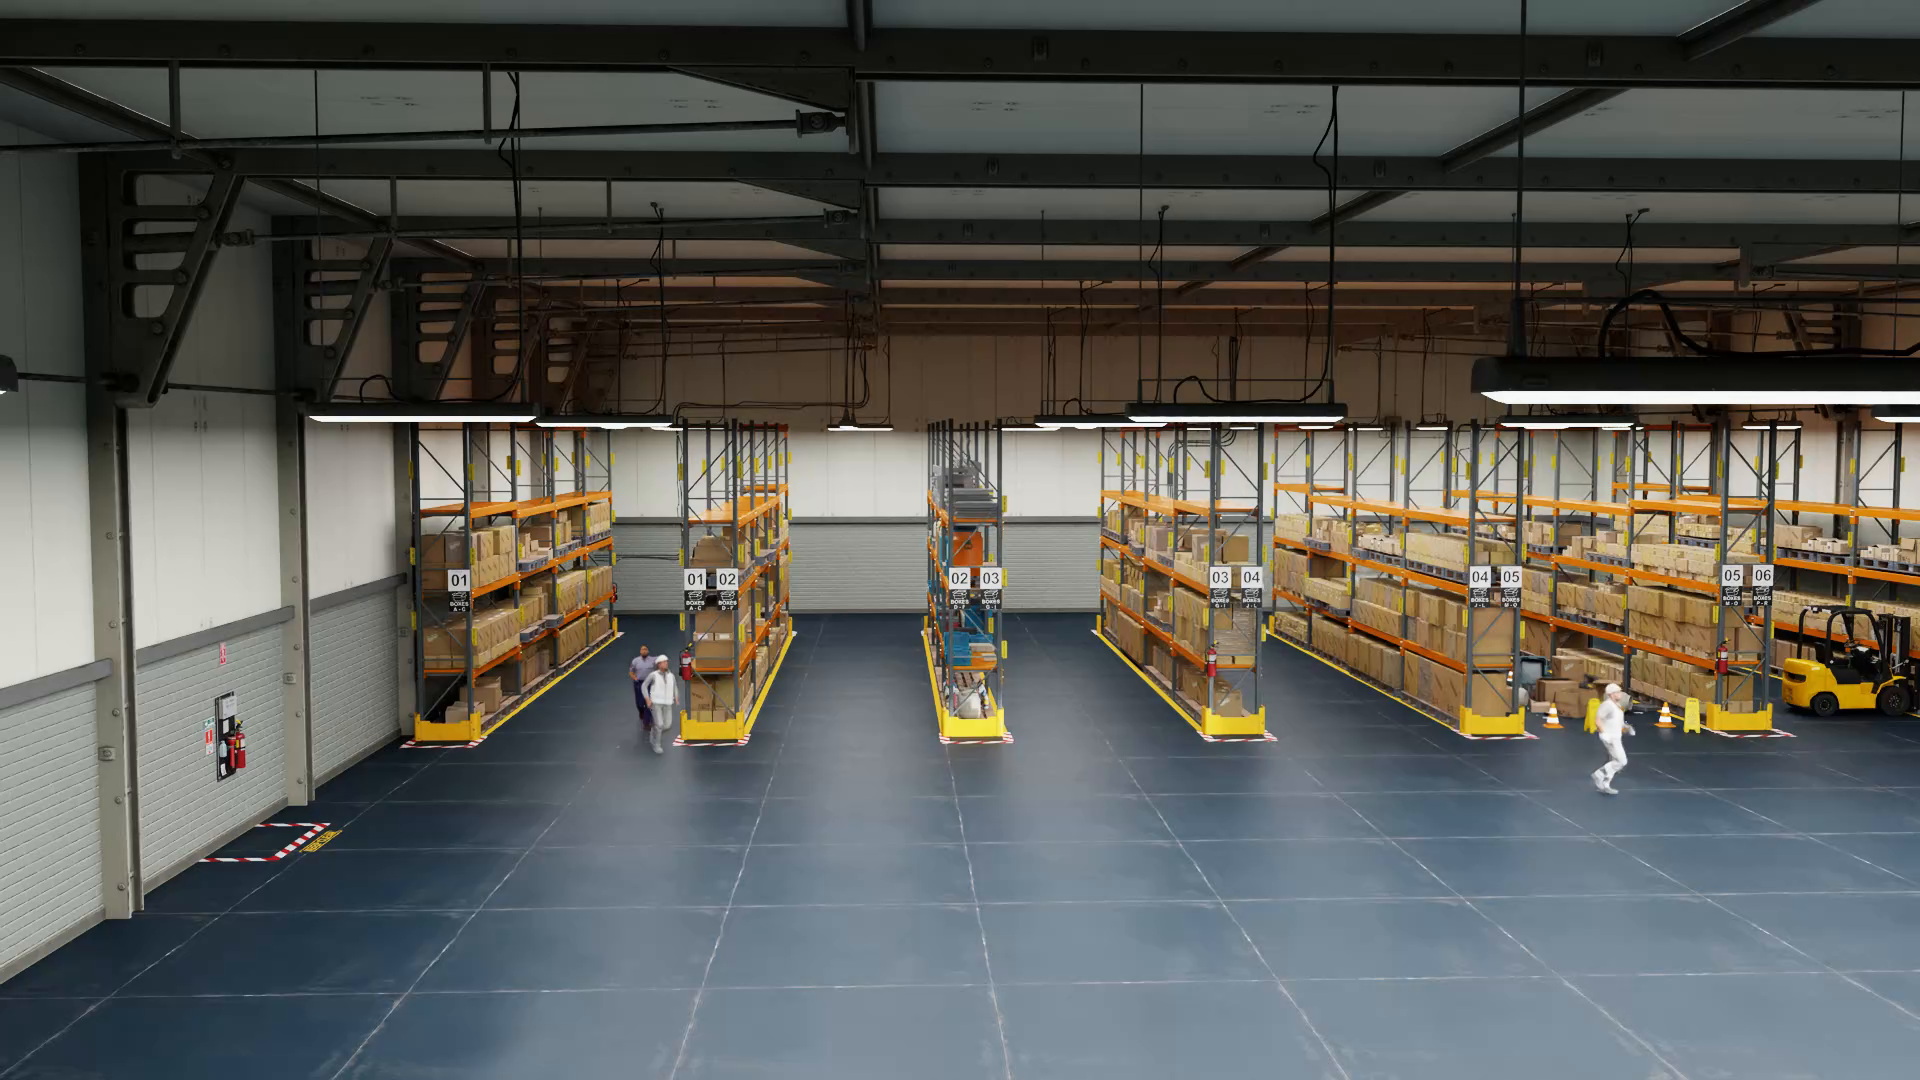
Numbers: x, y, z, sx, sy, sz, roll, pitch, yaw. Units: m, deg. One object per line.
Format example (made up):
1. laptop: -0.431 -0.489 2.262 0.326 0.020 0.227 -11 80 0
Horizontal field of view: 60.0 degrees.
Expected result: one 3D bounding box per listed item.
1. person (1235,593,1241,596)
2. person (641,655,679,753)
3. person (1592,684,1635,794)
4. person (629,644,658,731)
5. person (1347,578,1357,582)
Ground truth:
1. person: 7.960 1.840 48.555 0.559 1.587 0.714 -2 4 -25
2. person: -5.404 2.950 30.080 0.708 1.719 0.588 -3 4 -35
3. person: 10.384 3.153 26.418 0.584 1.749 0.669 2 4 34
4. person: -6.118 2.844 32.307 0.607 1.639 0.849 -1 4 -9
5. person: 11.467 1.690 49.199 0.991 1.838 0.732 0 4 1
